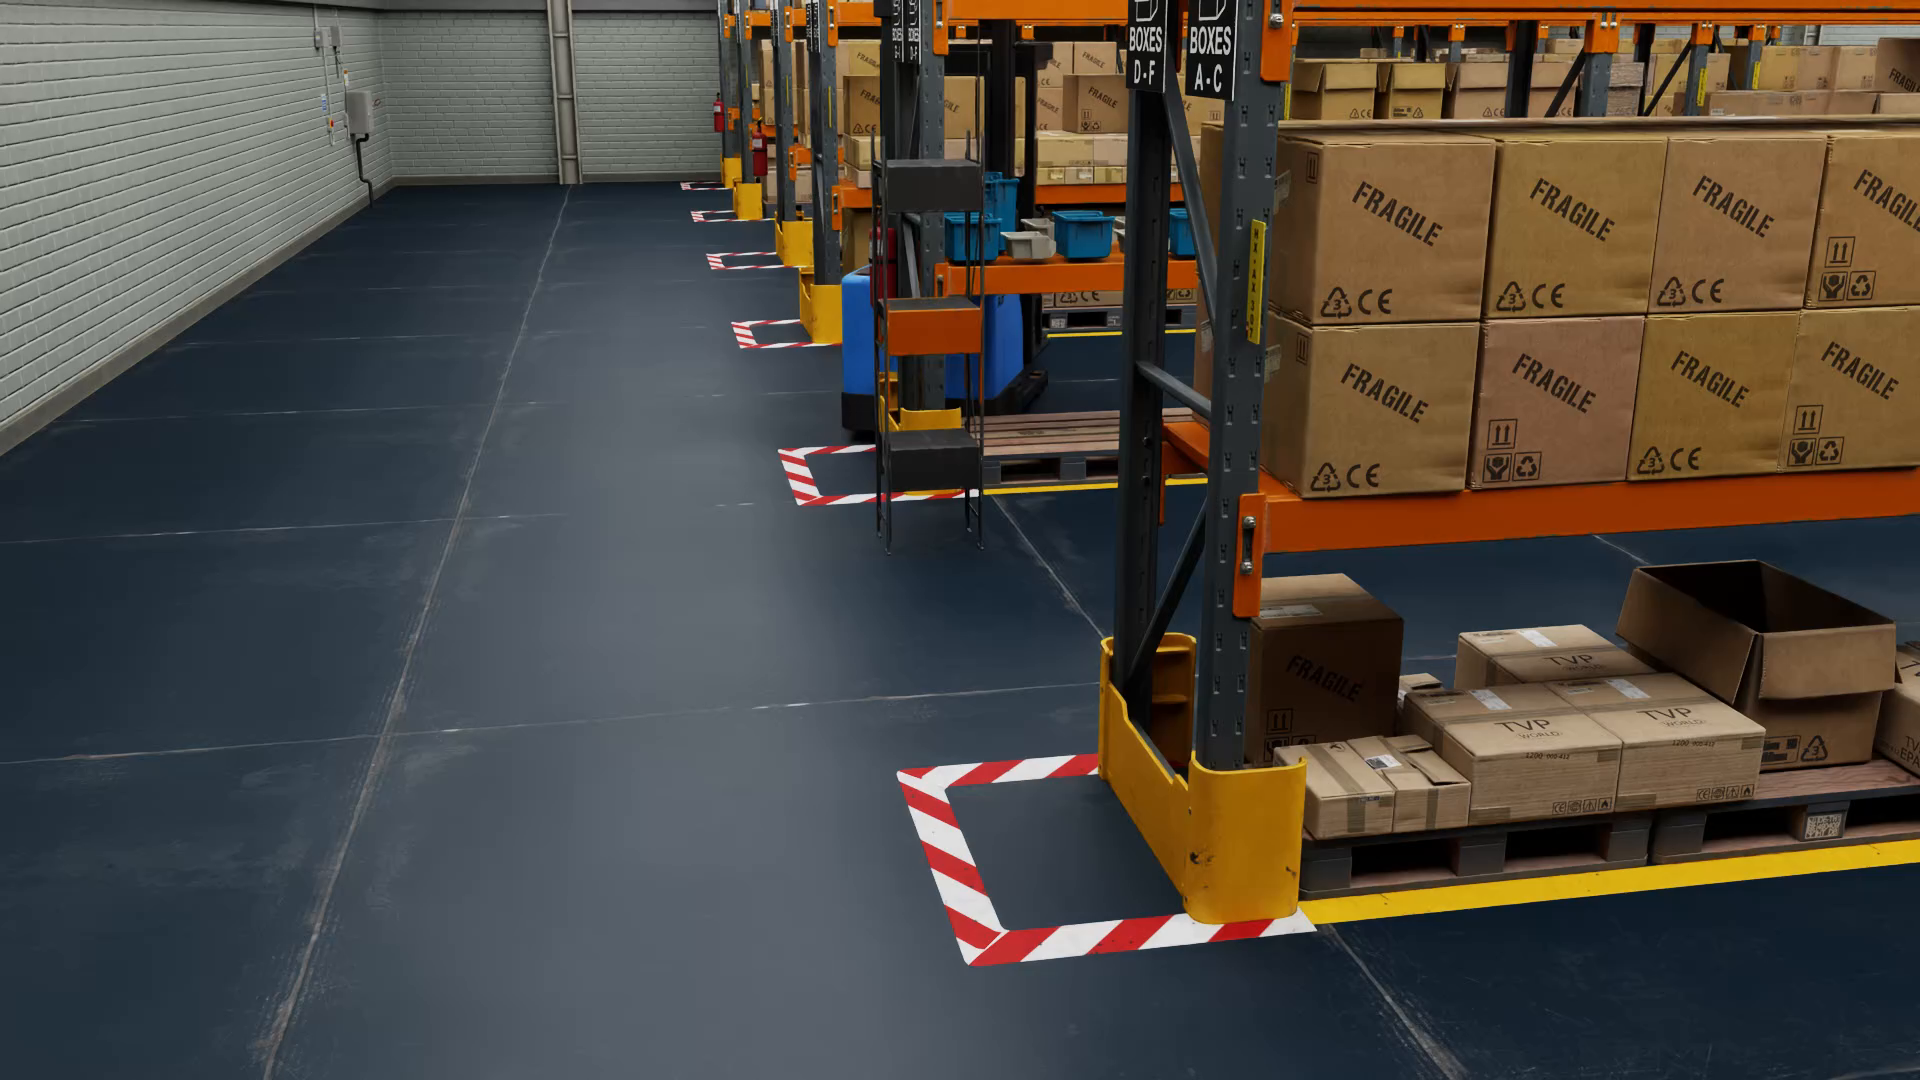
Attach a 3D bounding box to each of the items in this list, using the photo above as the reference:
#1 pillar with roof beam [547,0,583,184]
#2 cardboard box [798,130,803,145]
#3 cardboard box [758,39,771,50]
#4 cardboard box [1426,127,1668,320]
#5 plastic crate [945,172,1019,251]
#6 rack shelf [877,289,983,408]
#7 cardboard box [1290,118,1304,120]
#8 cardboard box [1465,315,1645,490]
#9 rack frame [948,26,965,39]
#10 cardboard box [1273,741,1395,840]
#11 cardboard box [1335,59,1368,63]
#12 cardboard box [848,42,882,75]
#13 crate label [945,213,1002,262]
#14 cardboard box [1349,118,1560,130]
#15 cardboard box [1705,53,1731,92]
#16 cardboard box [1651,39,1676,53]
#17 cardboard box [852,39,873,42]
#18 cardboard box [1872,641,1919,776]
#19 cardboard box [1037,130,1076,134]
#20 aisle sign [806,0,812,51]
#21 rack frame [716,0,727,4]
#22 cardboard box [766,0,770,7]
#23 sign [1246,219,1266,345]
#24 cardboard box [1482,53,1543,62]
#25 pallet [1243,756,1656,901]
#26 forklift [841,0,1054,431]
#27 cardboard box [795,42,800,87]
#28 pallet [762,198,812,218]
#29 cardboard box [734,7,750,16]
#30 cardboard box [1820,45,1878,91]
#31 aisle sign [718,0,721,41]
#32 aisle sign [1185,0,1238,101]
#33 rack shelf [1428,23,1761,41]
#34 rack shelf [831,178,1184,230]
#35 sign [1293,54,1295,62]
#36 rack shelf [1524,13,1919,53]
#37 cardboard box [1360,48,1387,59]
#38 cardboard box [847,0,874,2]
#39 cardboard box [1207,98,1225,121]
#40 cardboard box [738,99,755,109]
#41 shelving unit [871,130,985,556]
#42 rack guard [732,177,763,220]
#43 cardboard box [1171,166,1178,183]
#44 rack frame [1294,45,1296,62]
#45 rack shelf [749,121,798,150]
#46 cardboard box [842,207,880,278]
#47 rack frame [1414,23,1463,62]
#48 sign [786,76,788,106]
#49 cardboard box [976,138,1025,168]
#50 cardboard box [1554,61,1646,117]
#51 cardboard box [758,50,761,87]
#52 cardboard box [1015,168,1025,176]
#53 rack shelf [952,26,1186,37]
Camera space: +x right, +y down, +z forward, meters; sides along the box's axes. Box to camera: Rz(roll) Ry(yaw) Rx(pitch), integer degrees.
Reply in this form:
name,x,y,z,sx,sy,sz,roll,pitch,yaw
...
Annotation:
name,x,y,z,sx,sy,sz,roll,pitch,yaw
pillar with roof beam,-6.007,-9.321,23.833,0.400,9.000,9.100,-3,17,-10
cardboard box,-1.755,-4.712,19.473,0.250,0.149,0.380,-3,17,-10
cardboard box,-2.745,-7.068,23.736,0.250,0.149,0.380,-3,17,-10
cardboard box,1.693,-0.947,4.913,0.500,0.500,0.500,-3,17,-10
plastic crate,0.053,-1.988,10.012,0.499,0.435,0.616,-3,17,-10
rack shelf,-0.162,-0.981,8.477,0.480,0.518,0.431,-3,17,-10
cardboard box,3.155,-3.673,15.490,0.500,0.500,0.500,-3,17,-10
cardboard box,1.687,-0.468,5.057,0.500,0.500,0.500,-3,17,-11
rack frame,-0.078,-7.808,29.123,0.127,3.000,1.000,-3,17,-10
cardboard box,1.172,0.787,5.247,0.250,0.149,0.380,-3,17,-10
cardboard box,5.791,-6.980,25.036,0.500,0.500,0.500,-2,17,-8
cardboard box,-1.036,-5.379,18.836,0.500,0.500,0.500,-3,17,-9
crate label,0.065,-1.737,9.541,0.303,0.233,0.416,-3,17,-10
cardboard box,1.576,-1.100,5.410,0.500,0.500,0.500,-3,17,-9
cardboard box,9.274,-5.898,21.031,0.500,0.500,0.700,-4,17,-11
cardboard box,10.694,-7.550,25.904,0.500,0.500,0.700,-3,17,-11
cardboard box,-1.382,-6.998,23.509,0.250,0.149,0.380,-3,17,-10
cardboard box,3.381,0.566,5.690,0.500,0.311,0.500,-3,17,-10
cardboard box,0.754,-3.558,15.036,0.500,0.250,0.500,-3,17,-10
aisle sign,-1.307,-4.622,14.325,0.004,0.787,0.394,-3,17,-10
rack frame,-4.005,-10.453,27.517,0.127,3.000,1.000,-3,17,-10
cardboard box,-3.022,-9.069,27.871,0.500,0.250,0.500,-3,17,-9
sign,0.799,-0.699,4.503,0.005,0.325,0.100,-3,17,-10
cardboard box,6.772,-5.755,20.566,0.500,0.500,0.700,-3,17,-11
pallet,1.553,0.843,5.709,1.213,0.211,1.003,-3,17,-10
forklift,0.044,-2.462,11.836,1.130,2.935,3.031,4,17,12
cardboard box,-1.619,-5.498,19.223,0.500,0.500,0.500,-4,17,-12
pallet,-2.290,-4.888,24.367,1.213,0.211,1.003,-3,17,-10
cardboard box,-3.648,-8.849,27.834,0.250,0.149,0.380,-3,17,-9
cardboard box,11.204,-6.054,21.320,0.550,0.550,0.875,-3,17,-10
aisle sign,-4.016,-8.739,27.728,0.004,0.787,0.394,-3,17,-10
aisle sign,0.684,-1.596,4.470,0.004,0.787,0.394,-3,17,-10
rack shelf,7.797,-6.380,20.591,4.000,0.370,1.077,-3,17,-10
rack shelf,0.784,-3.065,14.907,4.000,0.370,1.077,-3,17,-10
sign,4.903,-6.993,24.500,0.005,0.325,0.100,-3,17,-10
rack shelf,5.651,-3.294,10.543,4.000,0.370,1.077,-3,17,-10
cardboard box,6.348,-7.473,25.536,0.250,0.149,0.380,-4,18,-13
cardboard box,-1.014,-6.074,18.626,0.500,0.250,0.500,-3,17,-9
cardboard box,2.347,-3.846,14.698,0.500,0.500,0.500,-3,17,-9
cardboard box,-3.630,-7.404,28.237,0.250,0.149,0.380,-3,17,-11
shelving unit,-0.162,-0.995,8.473,0.503,2.100,0.431,-3,17,-10
rack guard,-3.083,-4.958,24.102,0.348,0.500,1.175,-3,17,-10
cardboard box,1.753,-3.246,14.698,0.250,0.149,0.380,-3,17,-9
rack frame,4.795,-6.600,25.190,0.127,3.000,1.000,-3,17,-10
rack shelf,-1.096,-5.922,24.208,4.000,0.370,1.077,-3,17,-10
cardboard box,-0.567,-2.541,14.880,0.875,0.875,0.875,-3,17,-10
rack frame,5.833,-5.178,20.563,0.127,3.000,1.000,-3,17,-10
sign,-1.918,-4.990,18.476,0.005,0.325,0.100,-3,17,-10
cardboard box,0.346,-3.375,14.439,0.500,0.250,0.500,-4,17,-12
cardboard box,5.954,-4.234,15.610,0.637,0.503,0.797,-3,17,-9
cardboard box,-2.632,-6.775,23.889,0.500,0.500,0.500,-3,17,-9
cardboard box,0.493,-3.174,14.465,0.250,0.149,0.380,-3,17,-11
rack shelf,1.886,-9.009,29.151,4.000,0.370,1.077,-3,17,-10
